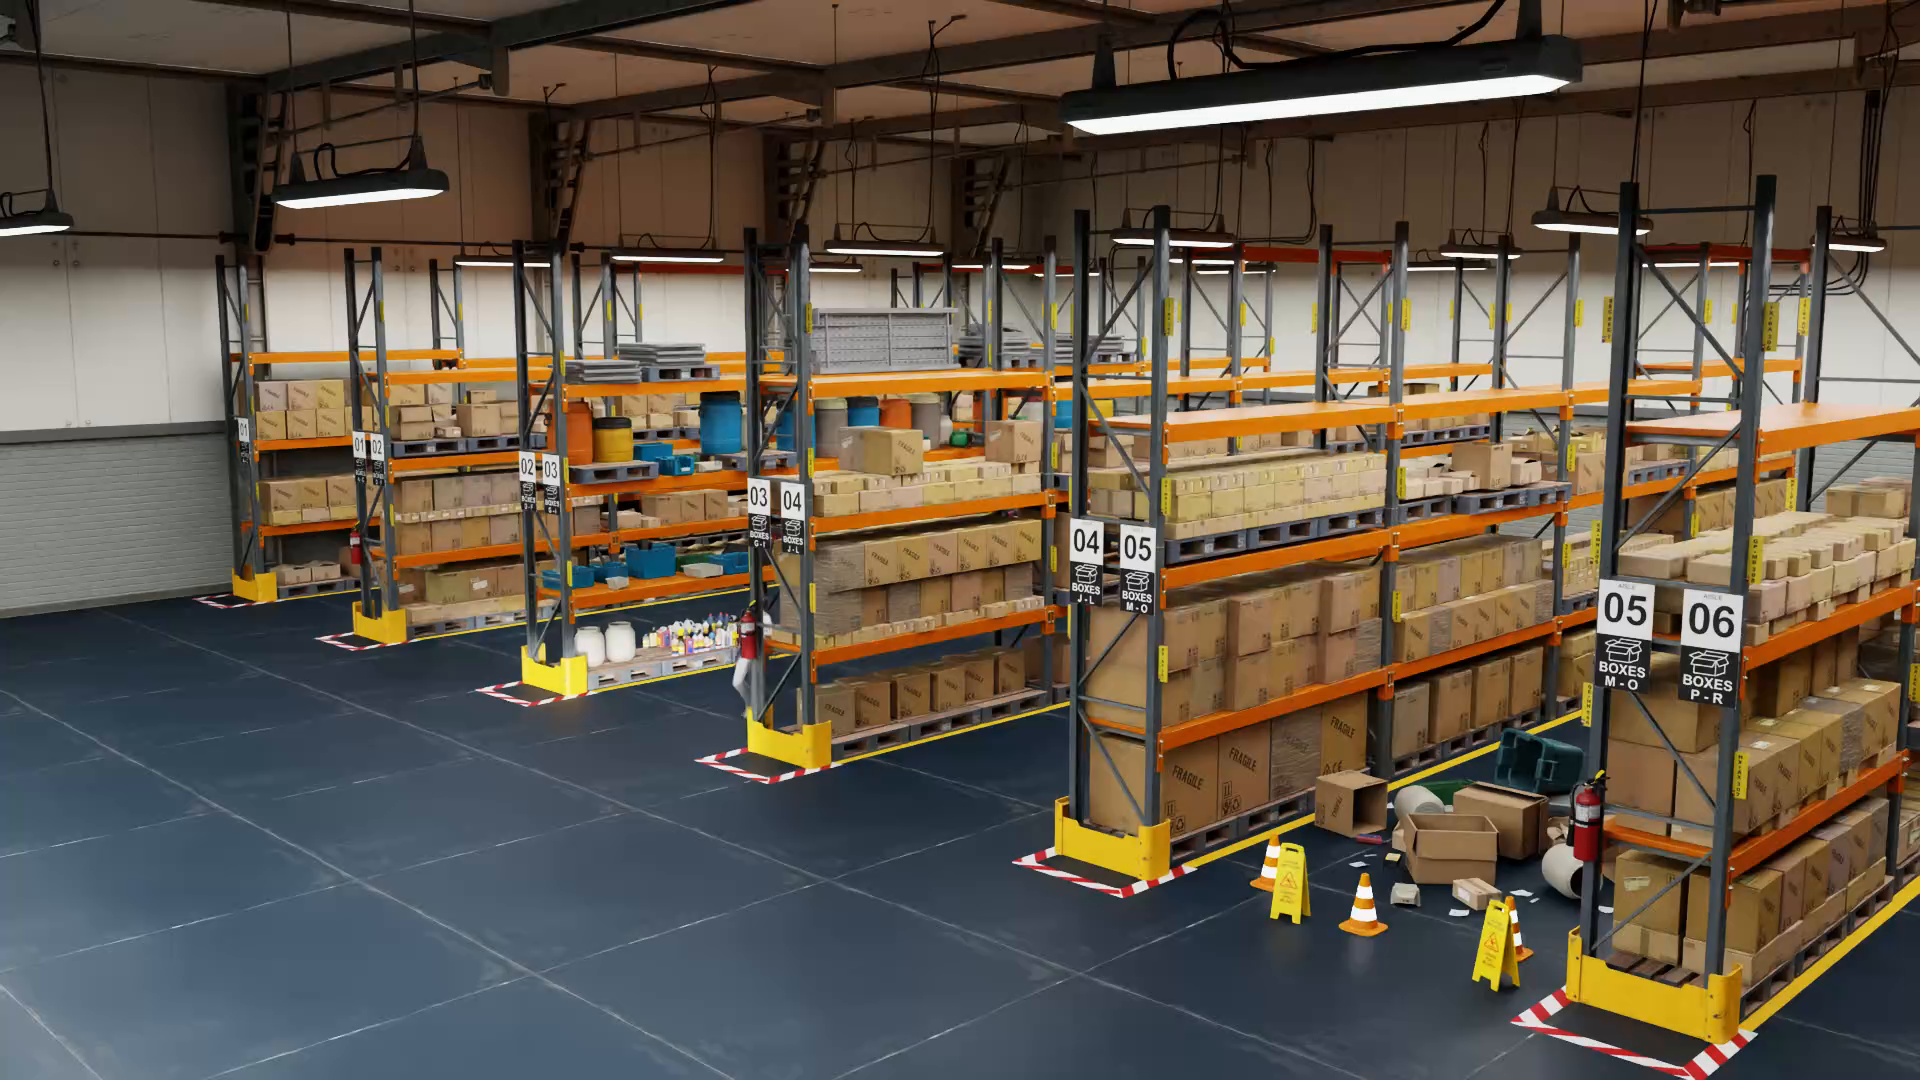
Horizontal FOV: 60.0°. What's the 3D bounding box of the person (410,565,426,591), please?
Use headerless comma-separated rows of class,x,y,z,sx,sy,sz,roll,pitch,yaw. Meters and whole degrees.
person,-9.080,0.332,27.824,0.694,1.785,0.925,7,11,40

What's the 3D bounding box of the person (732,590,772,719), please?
person,-2.526,1.432,20.667,0.572,1.699,0.619,6,10,35
